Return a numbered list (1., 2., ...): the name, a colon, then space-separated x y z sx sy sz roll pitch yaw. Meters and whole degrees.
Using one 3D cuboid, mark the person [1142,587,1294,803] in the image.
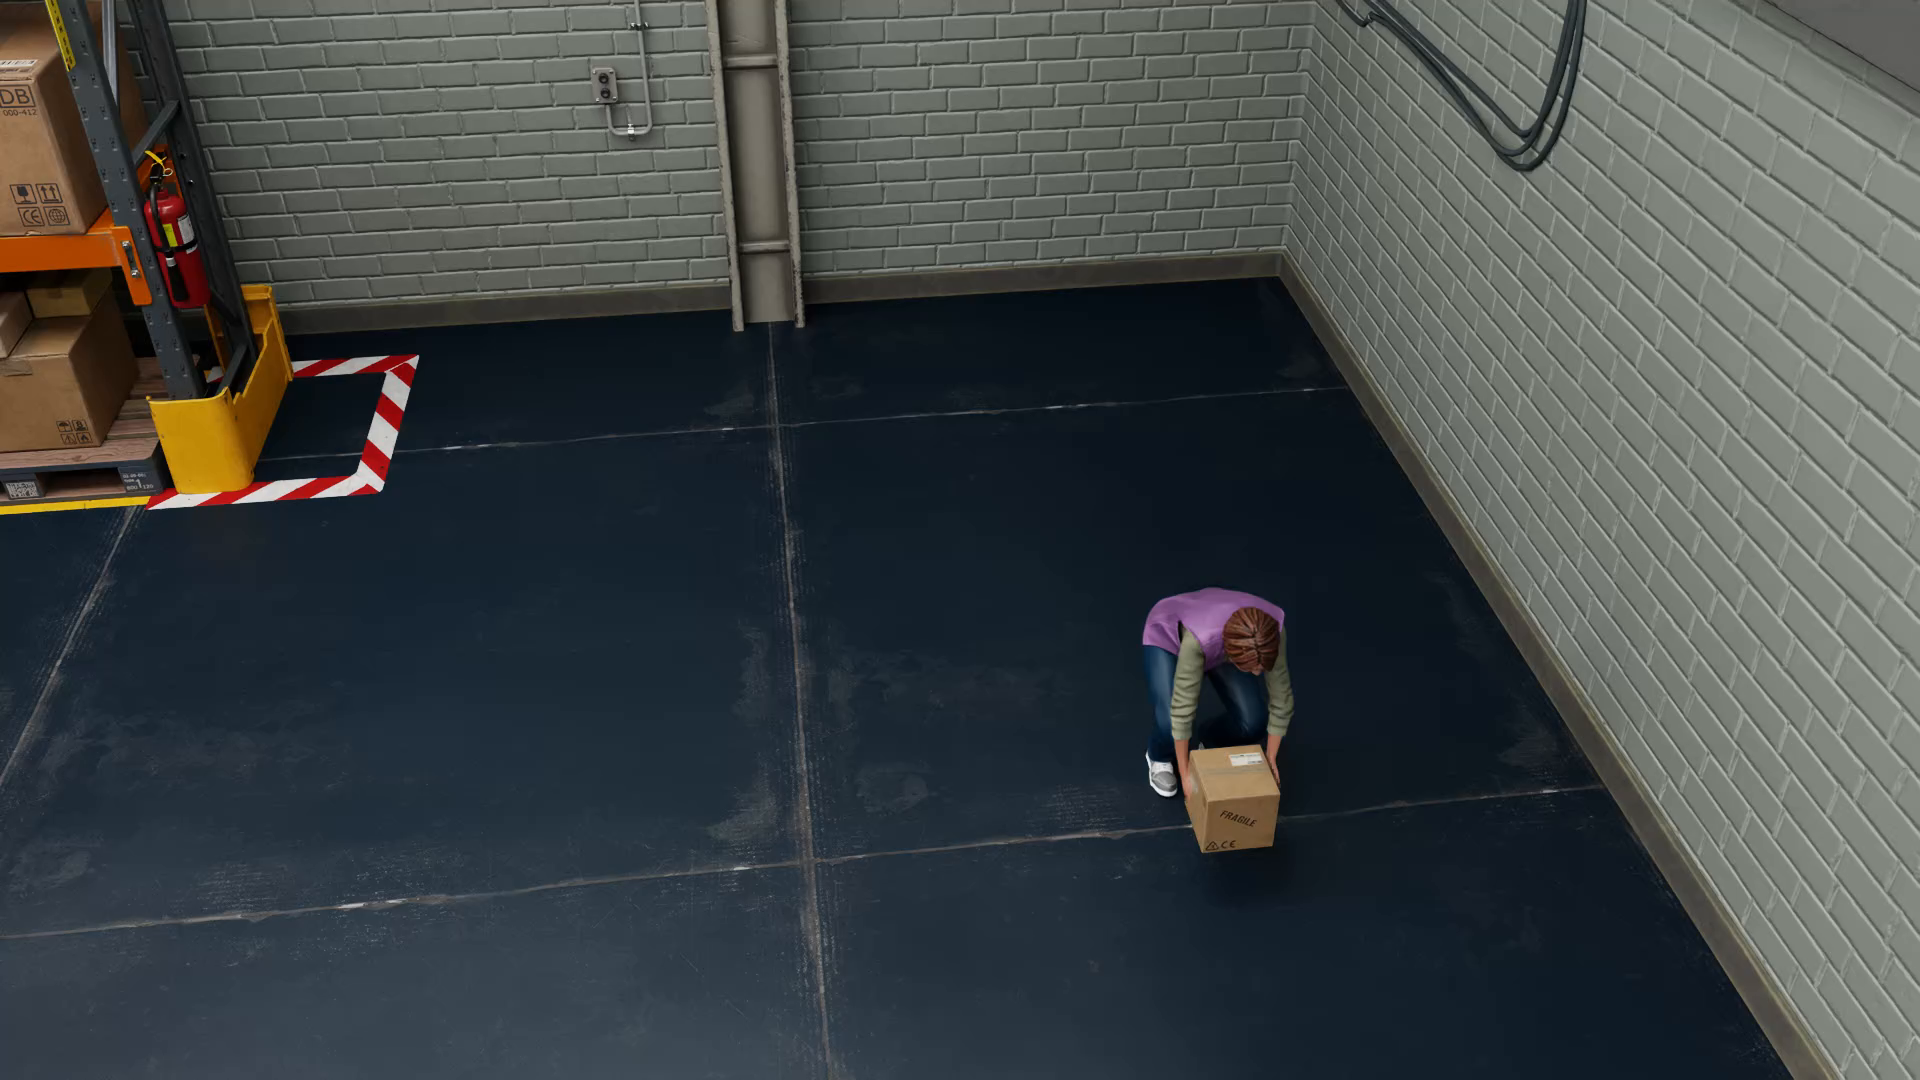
1. person: 0.907 0.516 5.942 0.455 1.003 0.762 -5 36 -6
